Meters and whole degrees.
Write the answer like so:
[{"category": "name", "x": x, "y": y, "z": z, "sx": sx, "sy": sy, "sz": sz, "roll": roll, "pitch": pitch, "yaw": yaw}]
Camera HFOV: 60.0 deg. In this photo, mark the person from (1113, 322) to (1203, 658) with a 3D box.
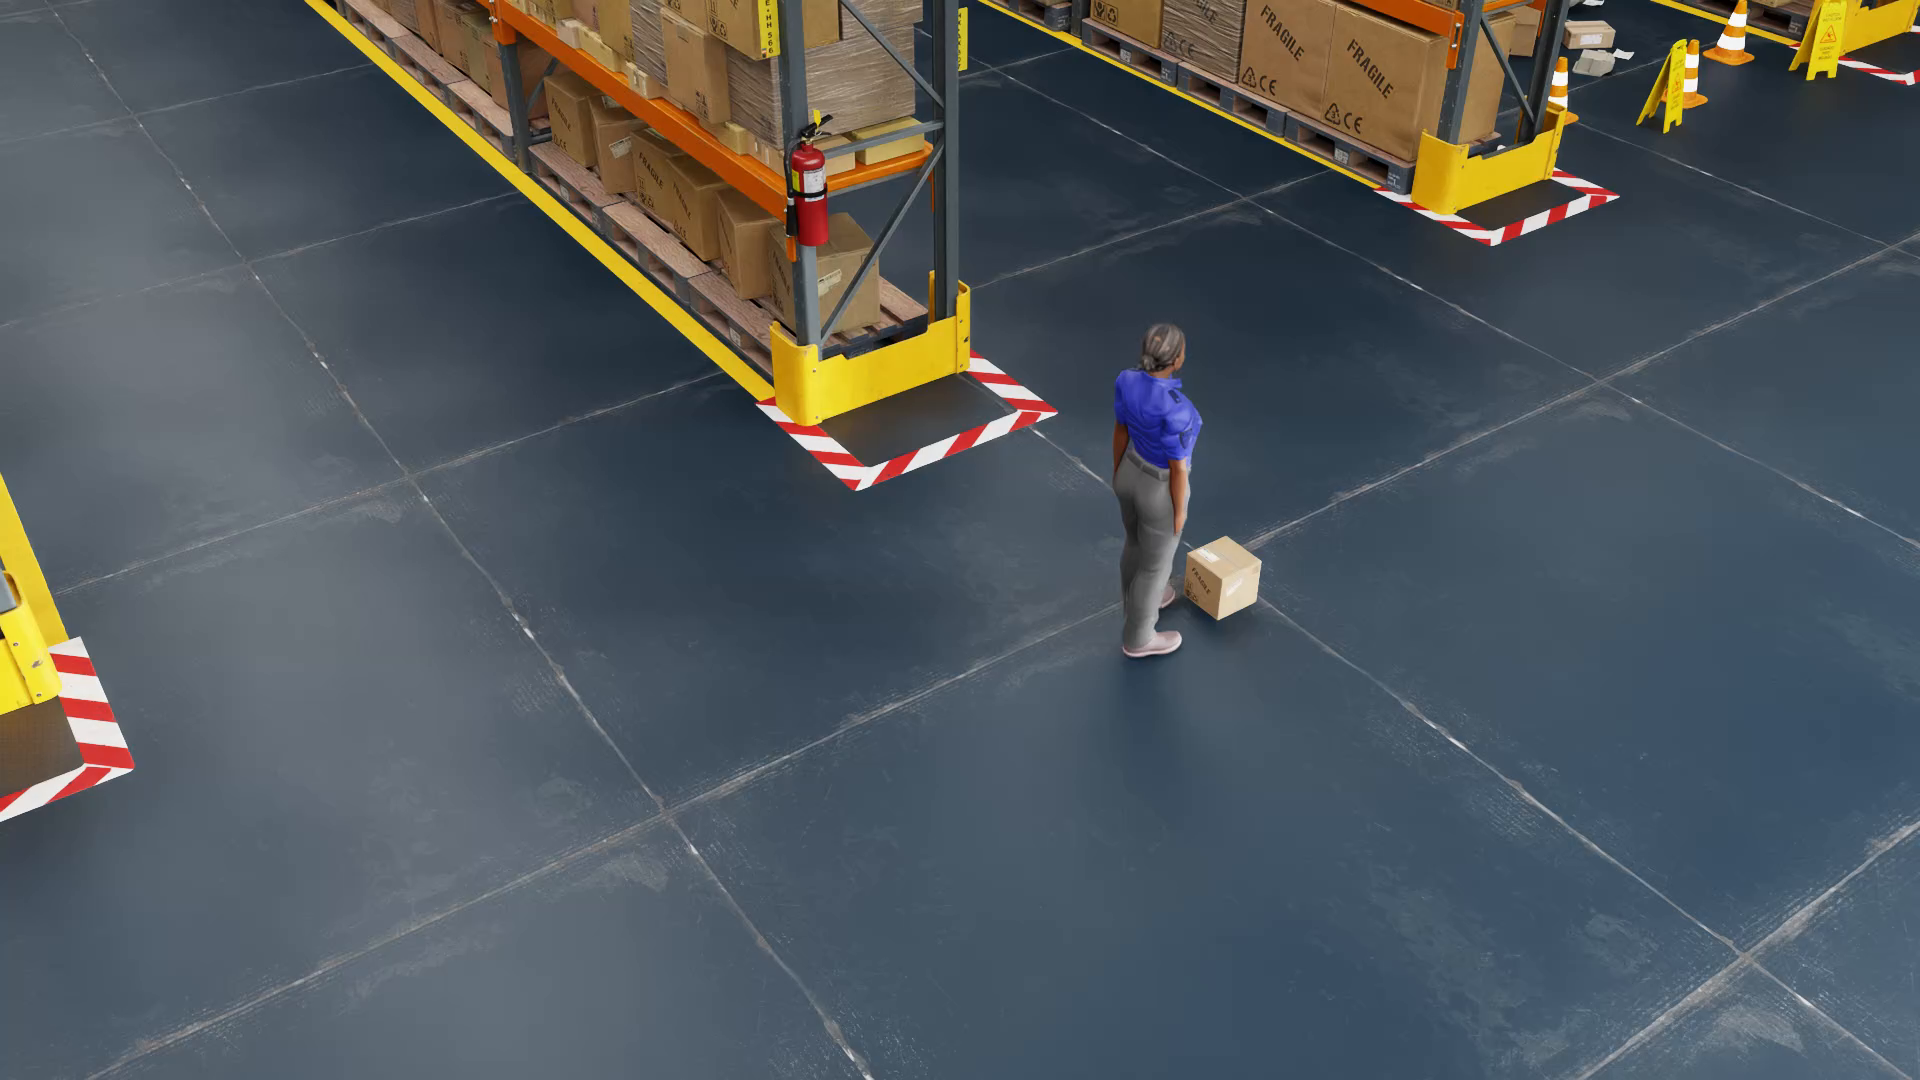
[{"category": "person", "x": 0.901, "y": -0.247, "z": 7.334, "sx": 0.472, "sy": 1.658, "sz": 0.456, "roll": -22, "pitch": 42, "yaw": -27}]
